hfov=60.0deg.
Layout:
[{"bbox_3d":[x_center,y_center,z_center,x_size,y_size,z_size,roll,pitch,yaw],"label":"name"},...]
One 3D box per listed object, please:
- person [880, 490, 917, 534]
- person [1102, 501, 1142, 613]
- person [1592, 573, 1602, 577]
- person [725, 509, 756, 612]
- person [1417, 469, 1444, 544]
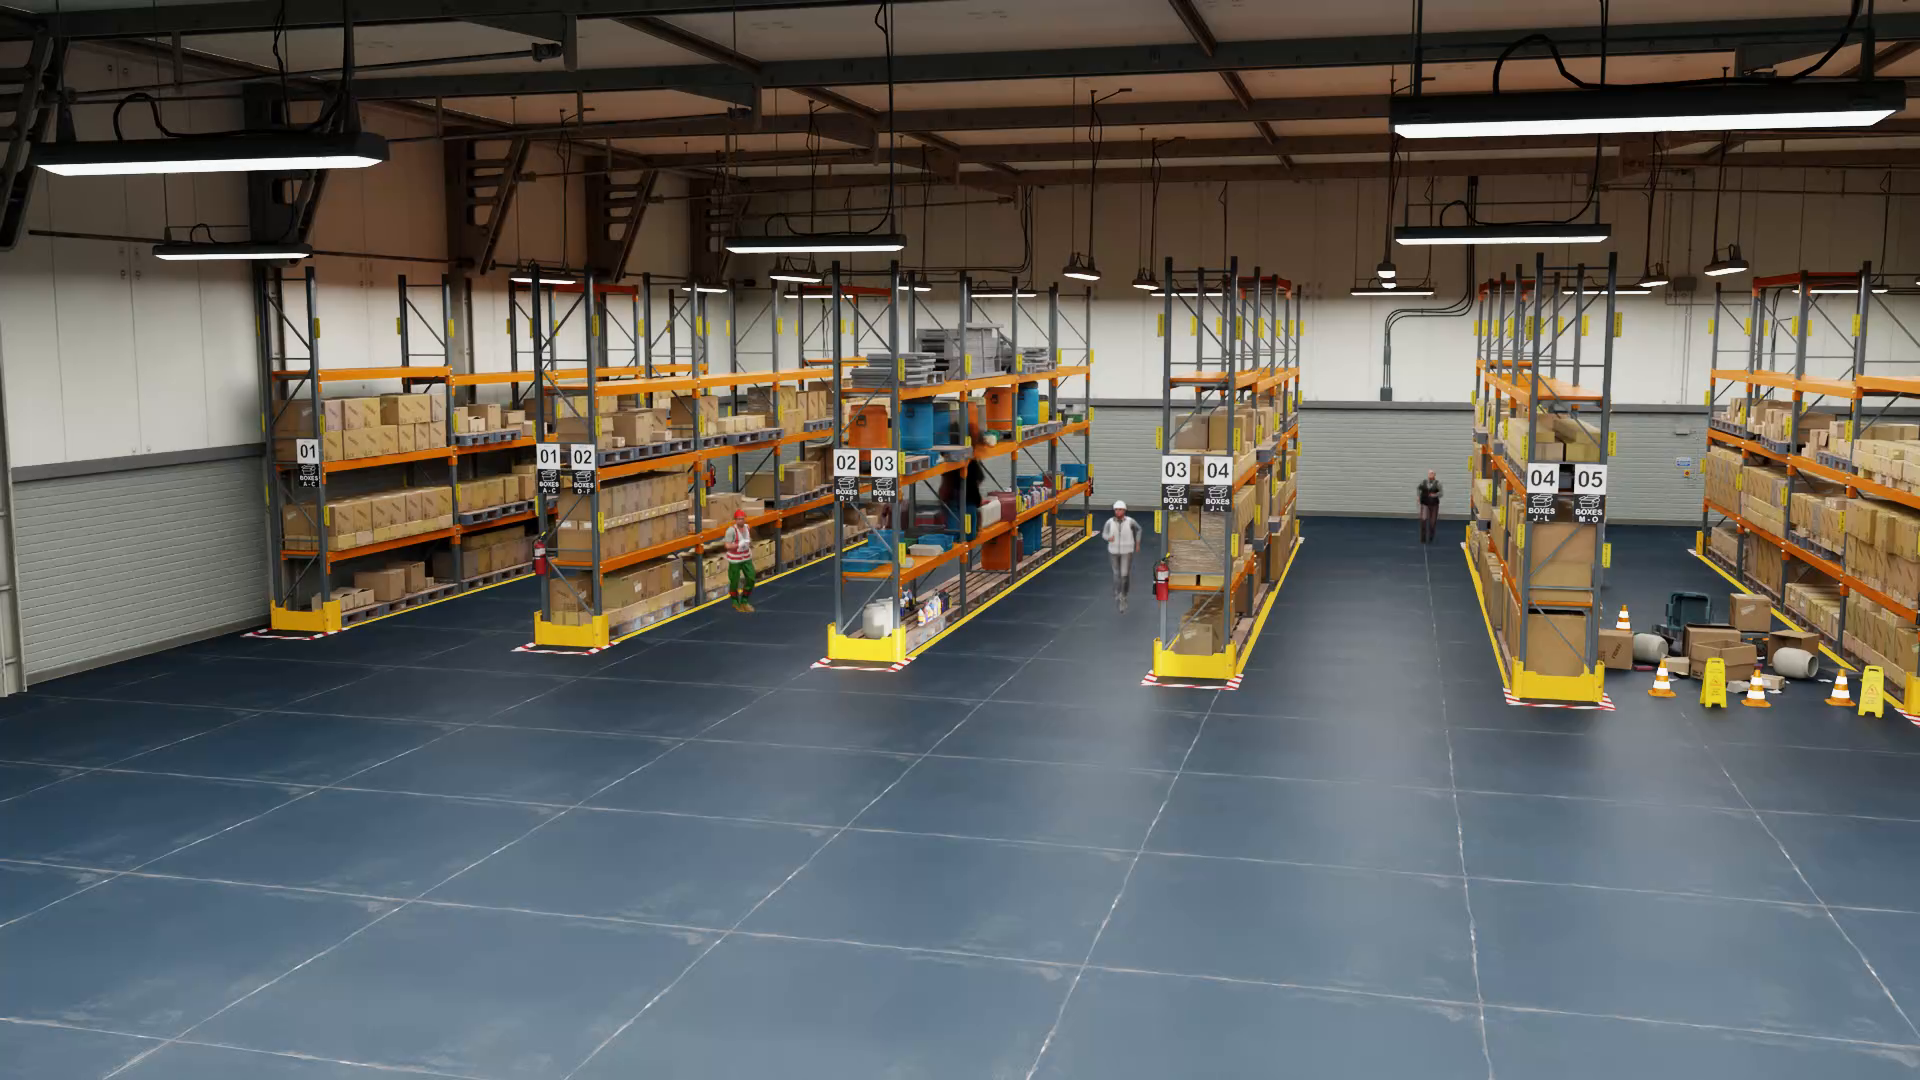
[{"bbox_3d":[-1.164,-0.136,31.740,0.729,1.723,0.650,0,7,3],"label":"person"},{"bbox_3d":[2.741,0.270,28.357,0.640,1.893,0.805,2,8,15],"label":"person"},{"bbox_3d":[12.748,-0.046,33.572,0.568,1.635,0.936,0,7,3],"label":"person"},{"bbox_3d":[-3.676,0.363,27.645,0.609,1.769,0.869,-5,9,-35],"label":"person"},{"bbox_3d":[10.977,-0.776,38.895,0.621,1.750,0.726,2,8,17],"label":"person"}]
